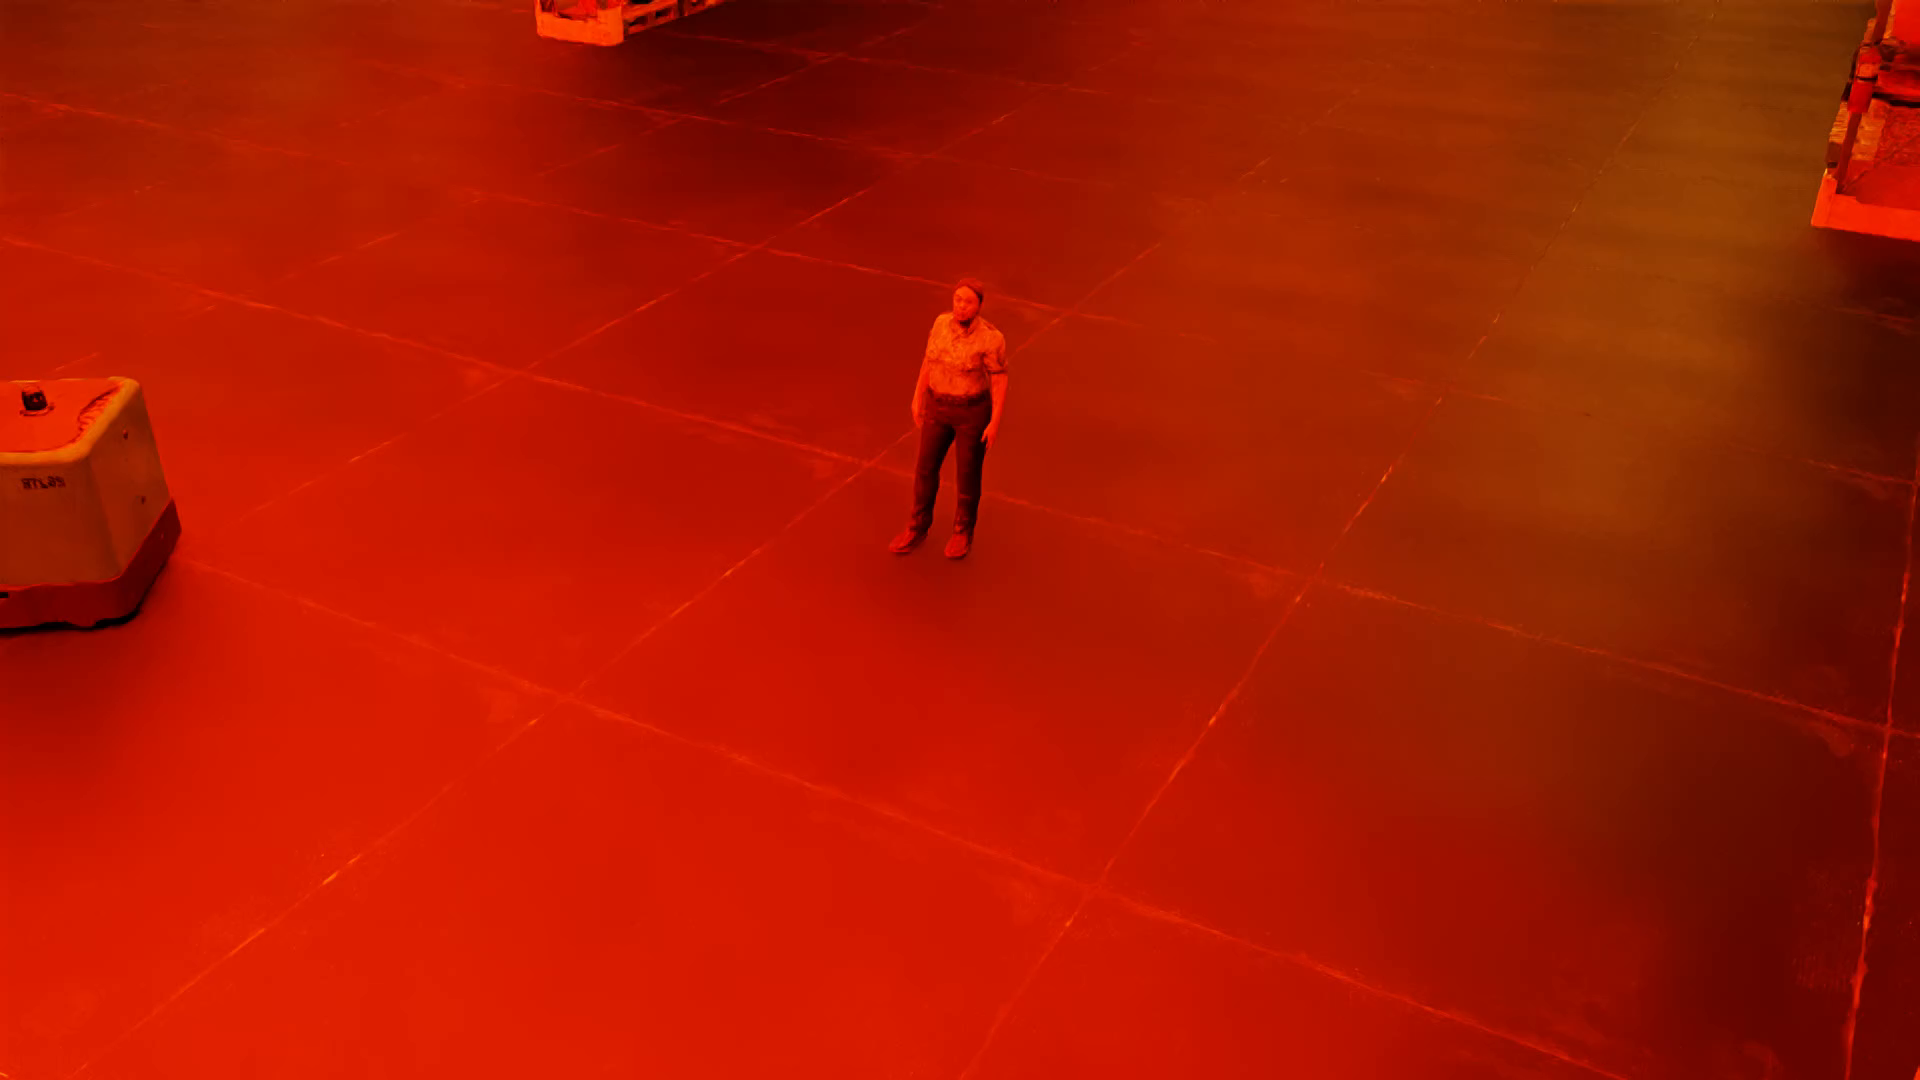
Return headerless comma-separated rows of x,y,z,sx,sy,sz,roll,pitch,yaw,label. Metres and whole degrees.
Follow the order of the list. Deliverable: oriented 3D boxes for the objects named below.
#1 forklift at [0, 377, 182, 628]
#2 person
-6.114,-0.965,8.743,3.031,2.935,1.130,-3,30,-5,forklift
-0.063,-0.680,9.532,0.599,1.637,0.502,15,33,25,person
